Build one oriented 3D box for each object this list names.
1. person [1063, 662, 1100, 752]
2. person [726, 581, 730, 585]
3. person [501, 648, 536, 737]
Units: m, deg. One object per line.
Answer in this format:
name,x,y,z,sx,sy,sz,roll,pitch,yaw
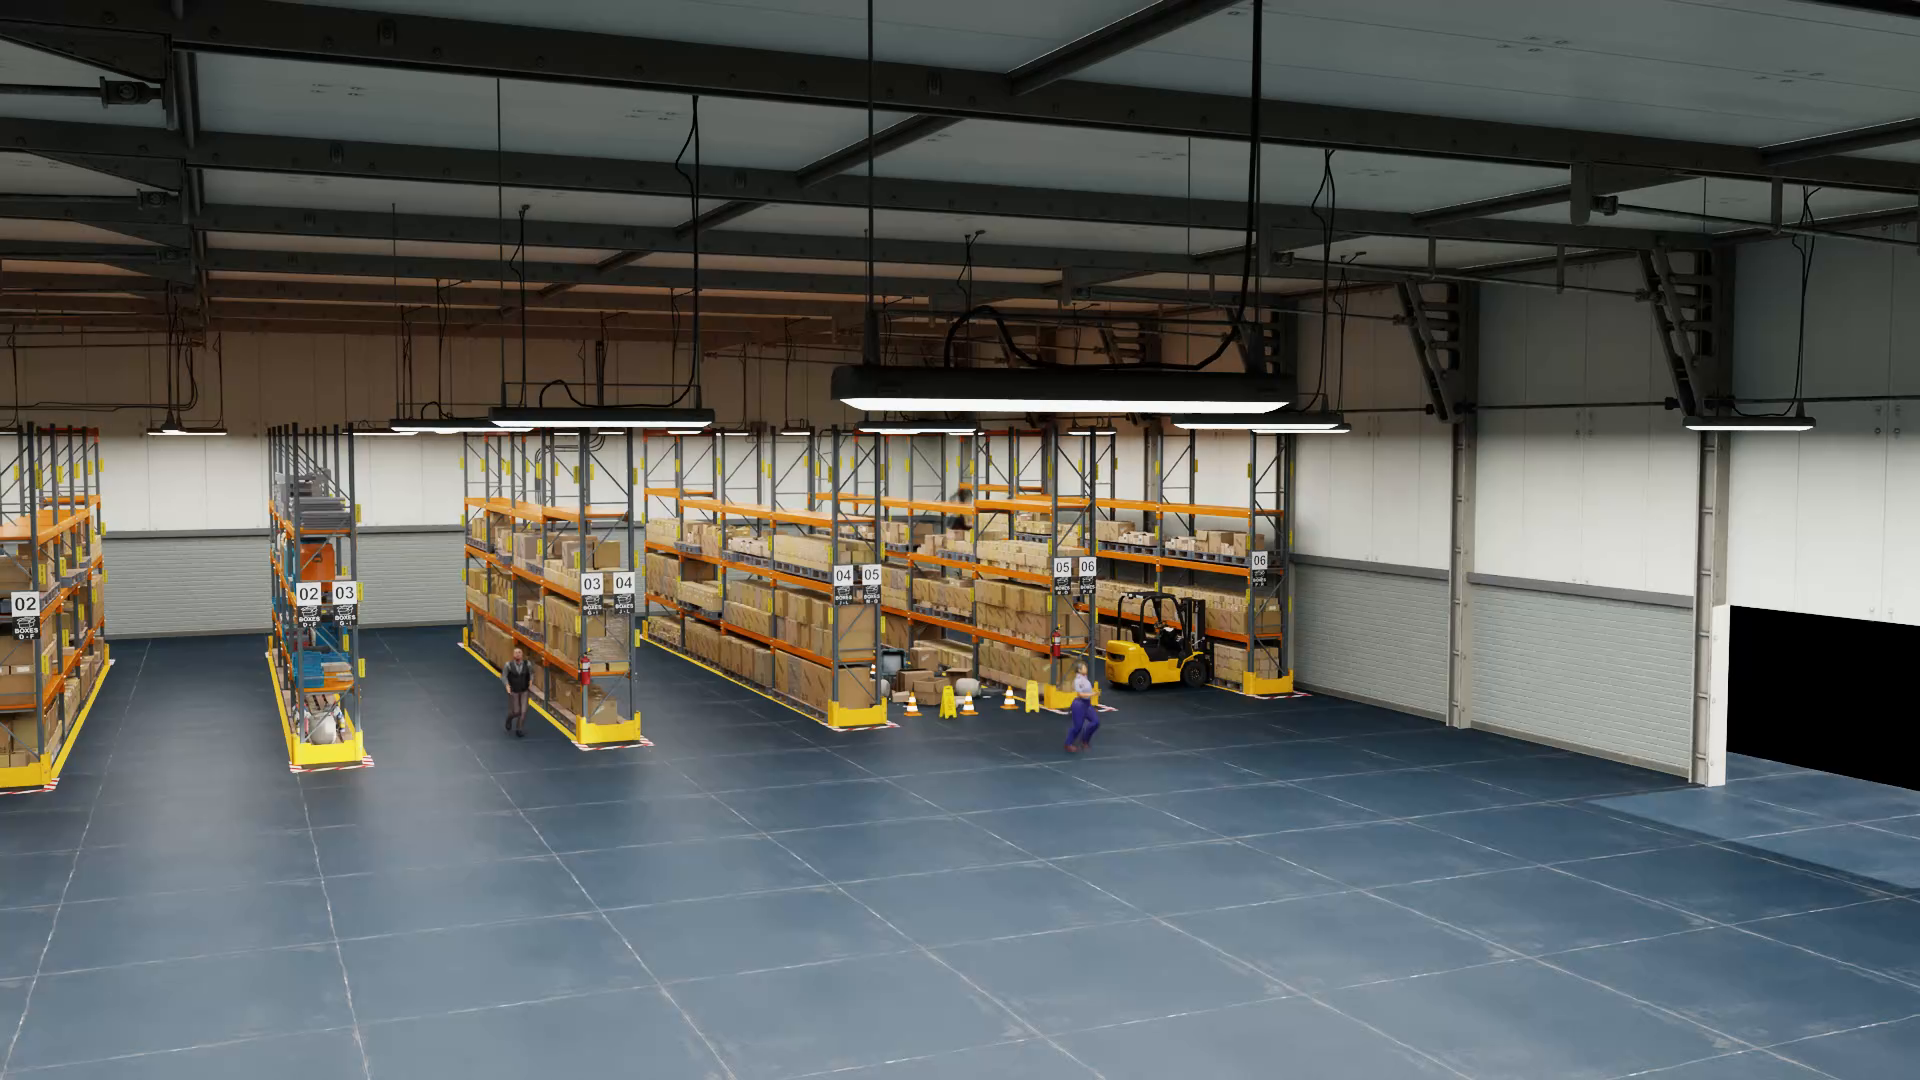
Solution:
person,2.235,3.063,30.300,0.688,1.654,0.578,2,4,23
person,-6.670,2.012,47.805,0.527,1.639,0.761,-2,4,-31
person,-8.495,2.963,32.055,0.655,1.627,0.627,-2,4,-26
